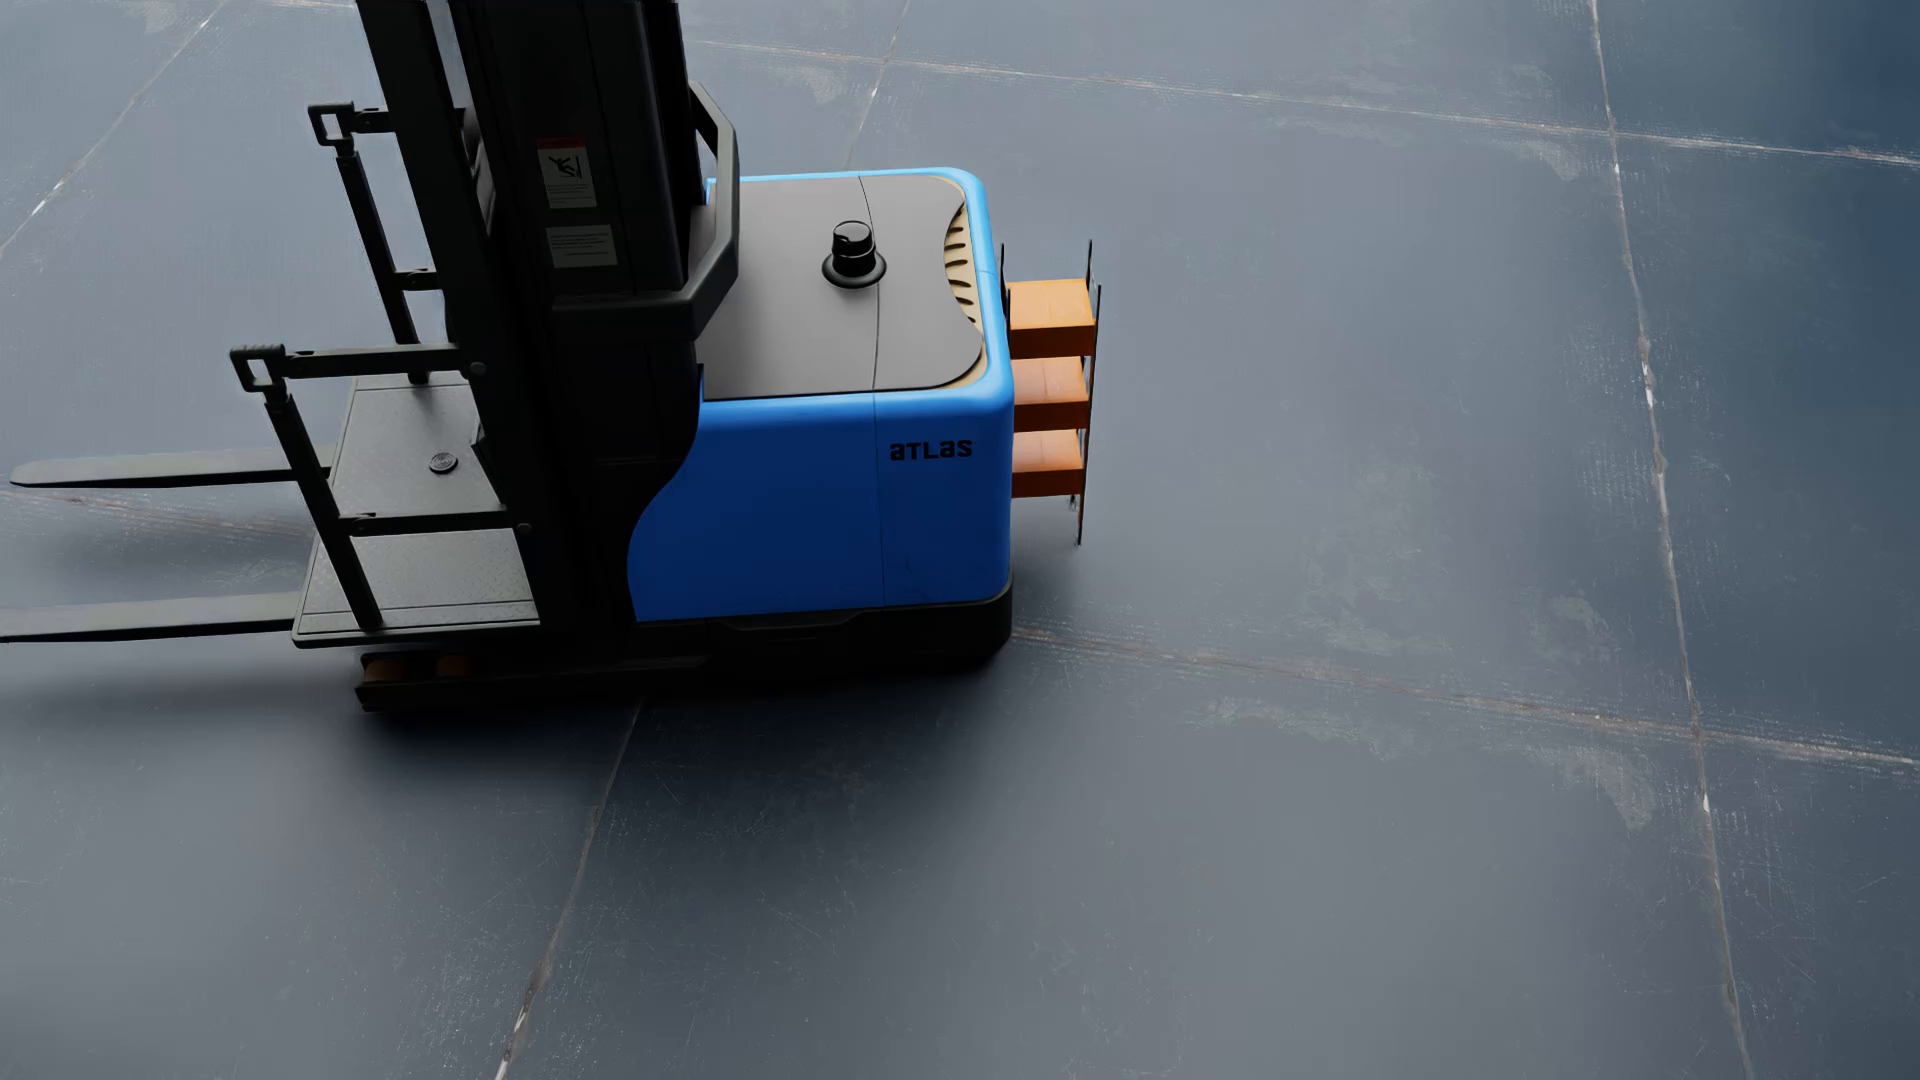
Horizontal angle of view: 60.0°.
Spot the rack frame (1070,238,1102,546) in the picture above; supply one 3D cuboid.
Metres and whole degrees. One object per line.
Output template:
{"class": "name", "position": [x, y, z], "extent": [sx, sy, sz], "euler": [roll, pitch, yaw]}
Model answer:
{"class": "rack frame", "position": [0.368, -0.407, 4.910], "extent": [0.008, 1.050, 0.200], "euler": [-3, 48, -3]}

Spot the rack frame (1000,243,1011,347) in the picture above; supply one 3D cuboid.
{"class": "rack frame", "position": [0.125, -0.392, 4.897], "extent": [0.008, 1.050, 0.200], "euler": [-3, 48, -3]}

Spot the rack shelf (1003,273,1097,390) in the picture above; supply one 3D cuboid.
{"class": "rack shelf", "position": [0.246, -0.582, 4.700], "extent": [0.240, 0.259, 0.215], "euler": [-3, 48, -3]}

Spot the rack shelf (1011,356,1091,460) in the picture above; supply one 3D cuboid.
{"class": "rack shelf", "position": [0.246, -0.392, 4.911], "extent": [0.240, 0.259, 0.215], "euler": [-3, 48, -3]}

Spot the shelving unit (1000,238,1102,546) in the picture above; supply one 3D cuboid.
{"class": "shelving unit", "position": [0.246, -0.400, 4.903], "extent": [0.252, 1.050, 0.215], "euler": [-3, 48, -3]}

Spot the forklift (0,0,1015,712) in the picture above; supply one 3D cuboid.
{"class": "forklift", "position": [-1.393, -0.896, 4.085], "extent": [3.031, 2.935, 1.130], "euler": [-3, 48, -3]}

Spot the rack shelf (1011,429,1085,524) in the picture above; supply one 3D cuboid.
{"class": "rack shelf", "position": [0.246, -0.207, 5.118], "extent": [0.240, 0.259, 0.215], "euler": [-3, 48, -3]}
